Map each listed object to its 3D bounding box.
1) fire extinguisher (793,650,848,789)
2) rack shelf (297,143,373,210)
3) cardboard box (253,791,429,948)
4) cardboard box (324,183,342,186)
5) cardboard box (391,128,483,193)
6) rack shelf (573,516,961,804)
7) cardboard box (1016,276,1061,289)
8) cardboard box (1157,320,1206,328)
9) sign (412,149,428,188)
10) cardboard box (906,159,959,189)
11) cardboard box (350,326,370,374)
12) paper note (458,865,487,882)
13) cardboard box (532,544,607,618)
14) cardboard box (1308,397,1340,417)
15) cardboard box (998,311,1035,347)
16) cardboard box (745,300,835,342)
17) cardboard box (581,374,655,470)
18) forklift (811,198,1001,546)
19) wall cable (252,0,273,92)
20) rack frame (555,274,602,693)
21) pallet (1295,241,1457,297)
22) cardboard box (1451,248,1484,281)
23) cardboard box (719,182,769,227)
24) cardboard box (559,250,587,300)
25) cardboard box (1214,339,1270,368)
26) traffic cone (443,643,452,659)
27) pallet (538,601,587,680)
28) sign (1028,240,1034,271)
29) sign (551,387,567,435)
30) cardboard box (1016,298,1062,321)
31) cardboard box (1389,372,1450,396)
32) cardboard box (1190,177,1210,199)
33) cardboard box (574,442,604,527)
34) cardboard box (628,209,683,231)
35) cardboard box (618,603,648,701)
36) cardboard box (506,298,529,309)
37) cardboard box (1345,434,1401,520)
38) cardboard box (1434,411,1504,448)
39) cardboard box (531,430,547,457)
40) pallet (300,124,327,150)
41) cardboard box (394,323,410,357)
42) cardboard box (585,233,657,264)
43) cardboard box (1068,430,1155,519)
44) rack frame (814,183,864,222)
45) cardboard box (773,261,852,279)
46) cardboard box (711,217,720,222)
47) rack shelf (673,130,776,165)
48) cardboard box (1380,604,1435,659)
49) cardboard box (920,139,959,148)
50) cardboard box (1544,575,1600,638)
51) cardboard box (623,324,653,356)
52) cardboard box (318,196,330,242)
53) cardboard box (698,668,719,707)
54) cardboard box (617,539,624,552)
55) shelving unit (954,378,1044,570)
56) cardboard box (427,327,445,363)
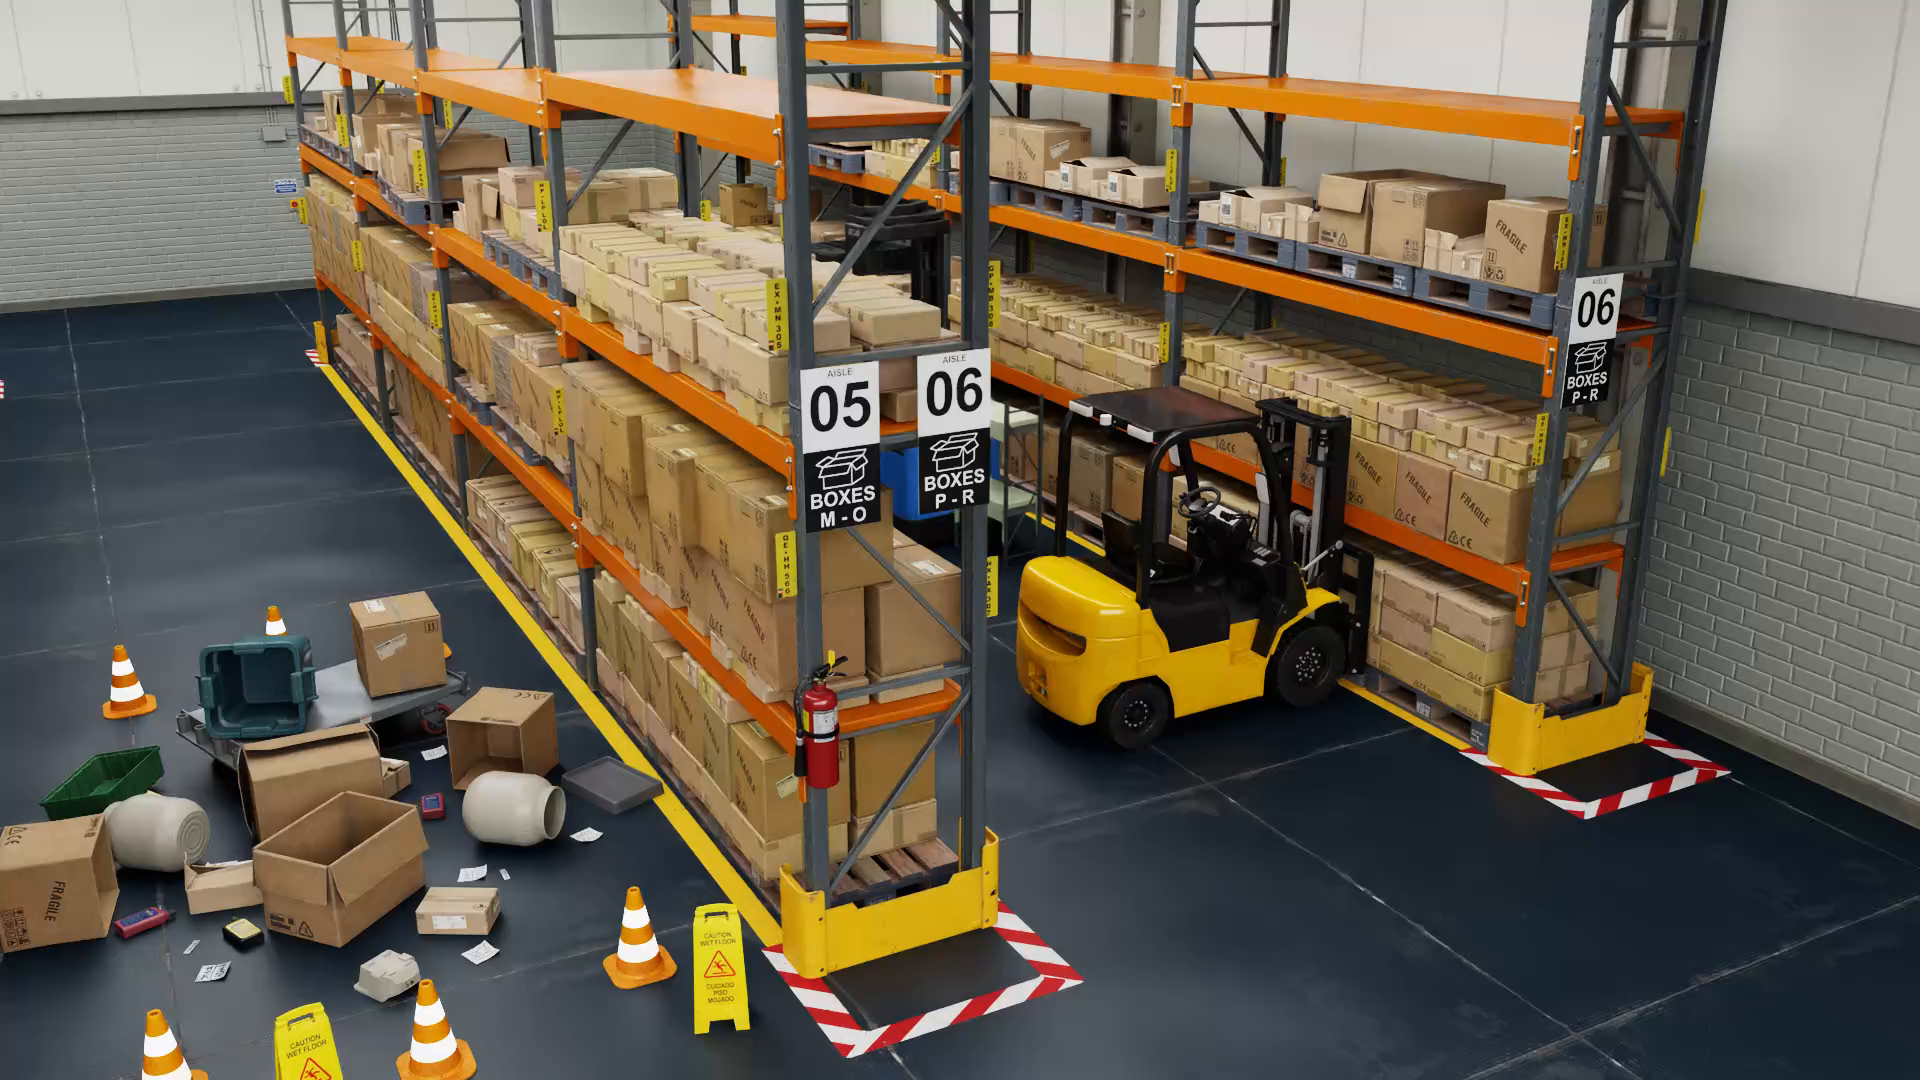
[{"bbox_3d":[-0.680,0.875,8.115,0.296,0.674,0.183,-10,21,-27],"label":"fire extinguisher"},{"bbox_3d":[-6.977,-4.362,19.679,1.077,0.370,4.000,-10,21,-27],"label":"rack shelf"},{"bbox_3d":[-3.391,1.802,9.136,0.637,0.503,0.797,7,20,20],"label":"cardboard box"},{"bbox_3d":[-7.480,-4.244,20.151,0.380,0.149,0.250,-10,21,-26],"label":"cardboard box"},{"bbox_3d":[-4.765,-3.481,15.224,0.700,0.500,0.500,-11,22,-29],"label":"cardboard box"},{"bbox_3d":[-1.279,0.500,10.185,1.077,0.370,4.000,-10,21,-27],"label":"rack shelf"},{"bbox_3d":[0.794,-2.566,16.821,0.380,0.149,0.250,-9,21,-25],"label":"cardboard box"},{"bbox_3d":[1.961,-1.829,14.685,0.380,0.149,0.250,-10,21,-27],"label":"cardboard box"},{"bbox_3d":[-4.620,-3.178,14.231,0.100,0.325,0.005,-10,21,-27],"label":"sign"},{"bbox_3d":[-0.219,-3.789,17.144,0.500,0.250,0.500,-11,22,-28],"label":"cardboard box"},{"bbox_3d":[-7.084,-2.411,20.803,0.875,0.438,0.875,-9,21,-25],"label":"cardboard box"},{"bbox_3d":[-2.801,1.913,9.557,0.148,0.019,0.142,-3,19,-8],"label":"paper note"},{"bbox_3d":[-2.824,0.274,13.124,0.950,0.372,0.625,-9,21,-23],"label":"cardboard box"},{"bbox_3d":[2.774,-0.958,12.163,0.380,0.149,0.250,-10,22,-28],"label":"cardboard box"},{"bbox_3d":[0.704,-2.035,15.894,0.500,0.250,0.500,-11,22,-28],"label":"cardboard box"},{"bbox_3d":[-0.838,-1.073,8.207,0.380,0.149,0.250,-10,21,-26],"label":"cardboard box"},{"bbox_3d":[-1.987,-0.764,10.606,0.700,0.500,0.500,-10,21,-26],"label":"cardboard box"},{"bbox_3d":[-0.886,-1.745,15.695,1.130,2.935,3.031,-13,23,-33],"label":"forklift"},{"bbox_3d":[-10.876,-8.284,25.342,0.463,3.000,0.029,-10,21,-27],"label":"wall cable"},{"bbox_3d":[-2.229,-0.414,11.732,1.000,3.000,0.127,-10,21,-27],"label":"rack frame"},{"bbox_3d":[3.141,-1.969,11.777,1.003,0.211,1.213,-10,21,-27],"label":"pallet"},{"bbox_3d":[3.377,-1.771,10.655,0.380,0.149,0.250,-11,22,-28],"label":"cardboard box"},{"bbox_3d":[-2.869,-4.450,22.054,0.500,0.500,0.500,-9,21,-25],"label":"cardboard box"},{"bbox_3d":[-2.261,-1.733,10.730,0.500,0.250,0.500,-10,22,-28],"label":"cardboard box"},{"bbox_3d":[2.247,-1.482,13.225,0.380,0.149,0.250,-10,21,-26],"label":"cardboard box"},{"bbox_3d":[-4.050,0.646,12.549,0.336,0.463,0.334,-10,21,-27],"label":"traffic cone"},{"bbox_3d":[-2.600,0.681,12.834,1.003,0.211,1.213,-10,21,-27],"label":"pallet"},{"bbox_3d":[0.725,-2.966,17.354,0.100,0.325,0.005,-10,21,-27],"label":"sign"},{"bbox_3d":[-2.715,-0.874,11.291,0.100,0.325,0.005,-10,21,-27],"label":"sign"},{"bbox_3d":[0.753,-2.180,15.702,0.380,0.149,0.250,-9,21,-26],"label":"cardboard box"},{"bbox_3d":[3.357,-1.108,12.140,0.380,0.149,0.250,-10,21,-26],"label":"cardboard box"},{"bbox_3d":[1.908,-3.003,14.224,0.380,0.149,0.250,-10,21,-27],"label":"cardboard box"},{"bbox_3d":[-2.265,-0.432,11.176,0.500,0.500,0.500,-10,21,-27],"label":"cardboard box"},{"bbox_3d":[-2.153,-2.189,11.865,0.500,0.250,0.500,-11,22,-28],"label":"cardboard box"},{"bbox_3d":[-1.922,0.696,10.938,0.500,0.500,0.500,-9,21,-24],"label":"cardboard box"},{"bbox_3d":[-3.668,-1.861,14.673,0.500,0.500,0.500,-11,22,-28],"label":"cardboard box"},{"bbox_3d":[3.091,-0.481,11.773,0.500,0.500,0.500,-10,22,-28],"label":"cardboard box"},{"bbox_3d":[3.389,-0.737,11.065,0.380,0.149,0.250,-9,21,-25],"label":"cardboard box"},{"bbox_3d":[-2.980,-0.745,12.434,0.380,0.149,0.250,-10,22,-28],"label":"cardboard box"},{"bbox_3d":[-7.566,-5.023,20.628,1.003,0.211,1.213,-10,21,-27],"label":"pallet"},{"bbox_3d":[-5.345,-2.029,16.644,0.500,0.250,0.500,-10,22,-28],"label":"cardboard box"},{"bbox_3d":[-2.100,-1.802,10.318,0.380,0.149,0.250,-11,22,-28],"label":"cardboard box"},{"bbox_3d":[1.519,-0.632,15.360,0.875,0.625,0.625,-10,22,-27],"label":"cardboard box"},{"bbox_3d":[-1.661,-3.480,20.619,1.000,3.000,0.127,-10,21,-27],"label":"rack frame"},{"bbox_3d":[-0.824,-1.454,9.311,0.380,0.149,0.250,-9,21,-25],"label":"cardboard box"},{"bbox_3d":[-3.099,-4.237,22.584,0.500,0.250,0.500,-10,22,-28],"label":"cardboard box"},{"bbox_3d":[-2.611,-5.132,21.911,1.077,0.370,4.000,-10,21,-27],"label":"rack shelf"},{"bbox_3d":[3.302,0.593,11.621,0.500,0.250,0.500,-10,22,-27],"label":"cardboard box"},{"bbox_3d":[-0.185,-4.061,16.866,0.380,0.149,0.250,-9,21,-25],"label":"cardboard box"},{"bbox_3d":[3.976,0.426,11.337,0.500,0.250,0.500,-10,22,-27],"label":"cardboard box"},{"bbox_3d":[-1.762,-1.202,9.802,0.380,0.149,0.250,-10,22,-28],"label":"cardboard box"},{"bbox_3d":[-7.447,-3.903,20.157,0.500,0.500,0.500,-10,21,-27],"label":"cardboard box"},{"bbox_3d":[-1.289,0.817,9.591,0.380,0.149,0.250,-10,21,-26],"label":"cardboard box"},{"bbox_3d":[-2.043,-0.019,10.973,0.380,0.149,0.250,-10,21,-27],"label":"cardboard box"},{"bbox_3d":[0.328,-0.585,14.527,0.431,1.500,0.755,-13,23,-33],"label":"shelving unit"},{"bbox_3d":[-4.582,-1.827,15.292,0.500,0.250,0.500,-10,21,-27],"label":"cardboard box"}]
